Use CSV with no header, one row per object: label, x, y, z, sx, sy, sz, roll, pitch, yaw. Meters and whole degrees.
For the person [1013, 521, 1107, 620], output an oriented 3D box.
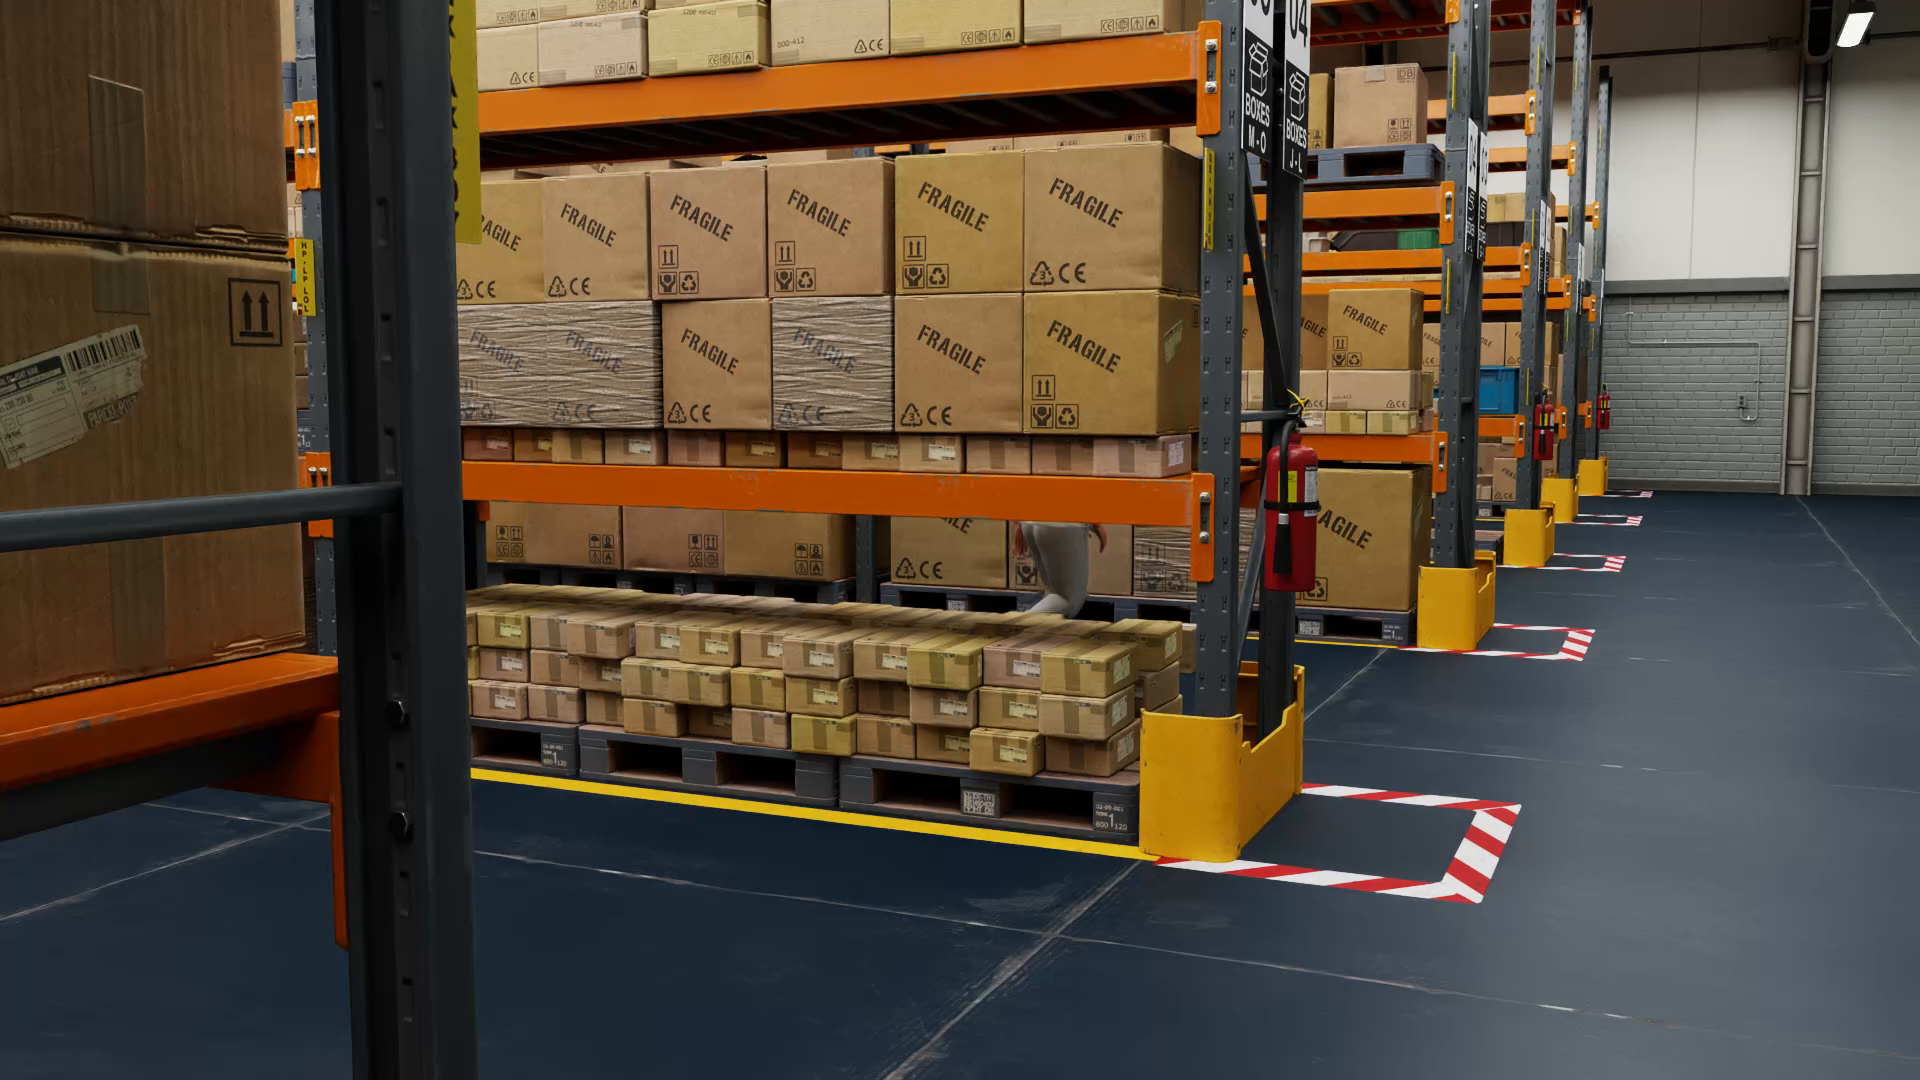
person,0.503,-0.086,8.990,0.799,1.704,0.605,-2,6,-22
